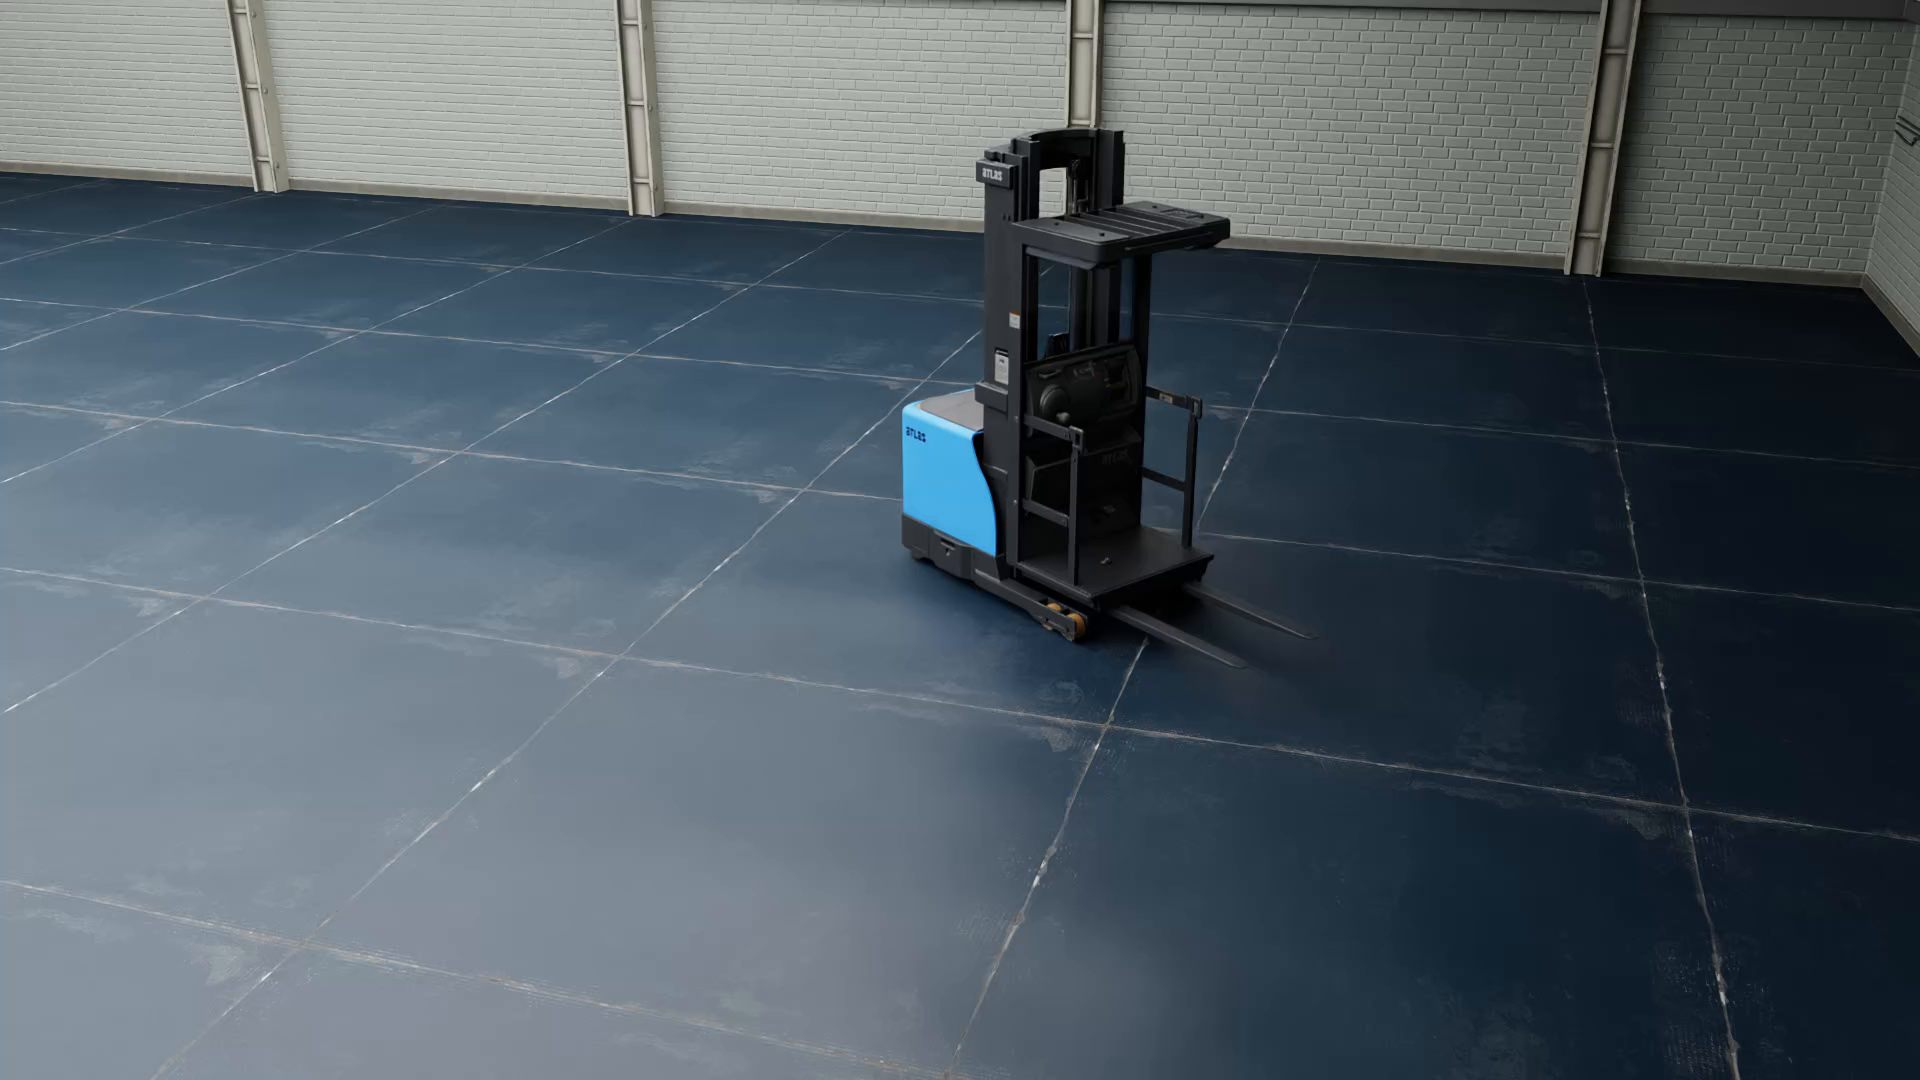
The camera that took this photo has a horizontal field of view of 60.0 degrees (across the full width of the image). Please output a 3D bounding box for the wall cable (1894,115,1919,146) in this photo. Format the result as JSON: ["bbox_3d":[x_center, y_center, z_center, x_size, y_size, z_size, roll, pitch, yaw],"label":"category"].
[{"bbox_3d":[9.683,-5.037,16.283,0.112,2.526,3.097,7,23,16],"label":"wall cable"}]

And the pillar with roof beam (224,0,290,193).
[{"bbox_3d":[-11.232,-7.686,18.650,0.400,9.000,9.100,7,23,16],"label":"pillar with roof beam"}]

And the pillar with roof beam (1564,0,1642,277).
[{"bbox_3d":[6.001,-5.713,13.839,0.400,9.000,9.100,7,23,16],"label":"pillar with roof beam"}]

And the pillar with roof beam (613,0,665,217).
[{"bbox_3d":[-5.488,-7.028,17.046,0.400,9.000,9.100,7,23,16],"label":"pillar with roof beam"}]

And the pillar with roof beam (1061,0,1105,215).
[{"bbox_3d":[0.257,-6.370,15.443,0.400,9.000,9.100,7,23,16],"label":"pillar with roof beam"}]

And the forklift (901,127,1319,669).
[{"bbox_3d":[0.910,-0.949,10.222,1.130,2.935,3.031,-17,28,-35],"label":"forklift"}]
